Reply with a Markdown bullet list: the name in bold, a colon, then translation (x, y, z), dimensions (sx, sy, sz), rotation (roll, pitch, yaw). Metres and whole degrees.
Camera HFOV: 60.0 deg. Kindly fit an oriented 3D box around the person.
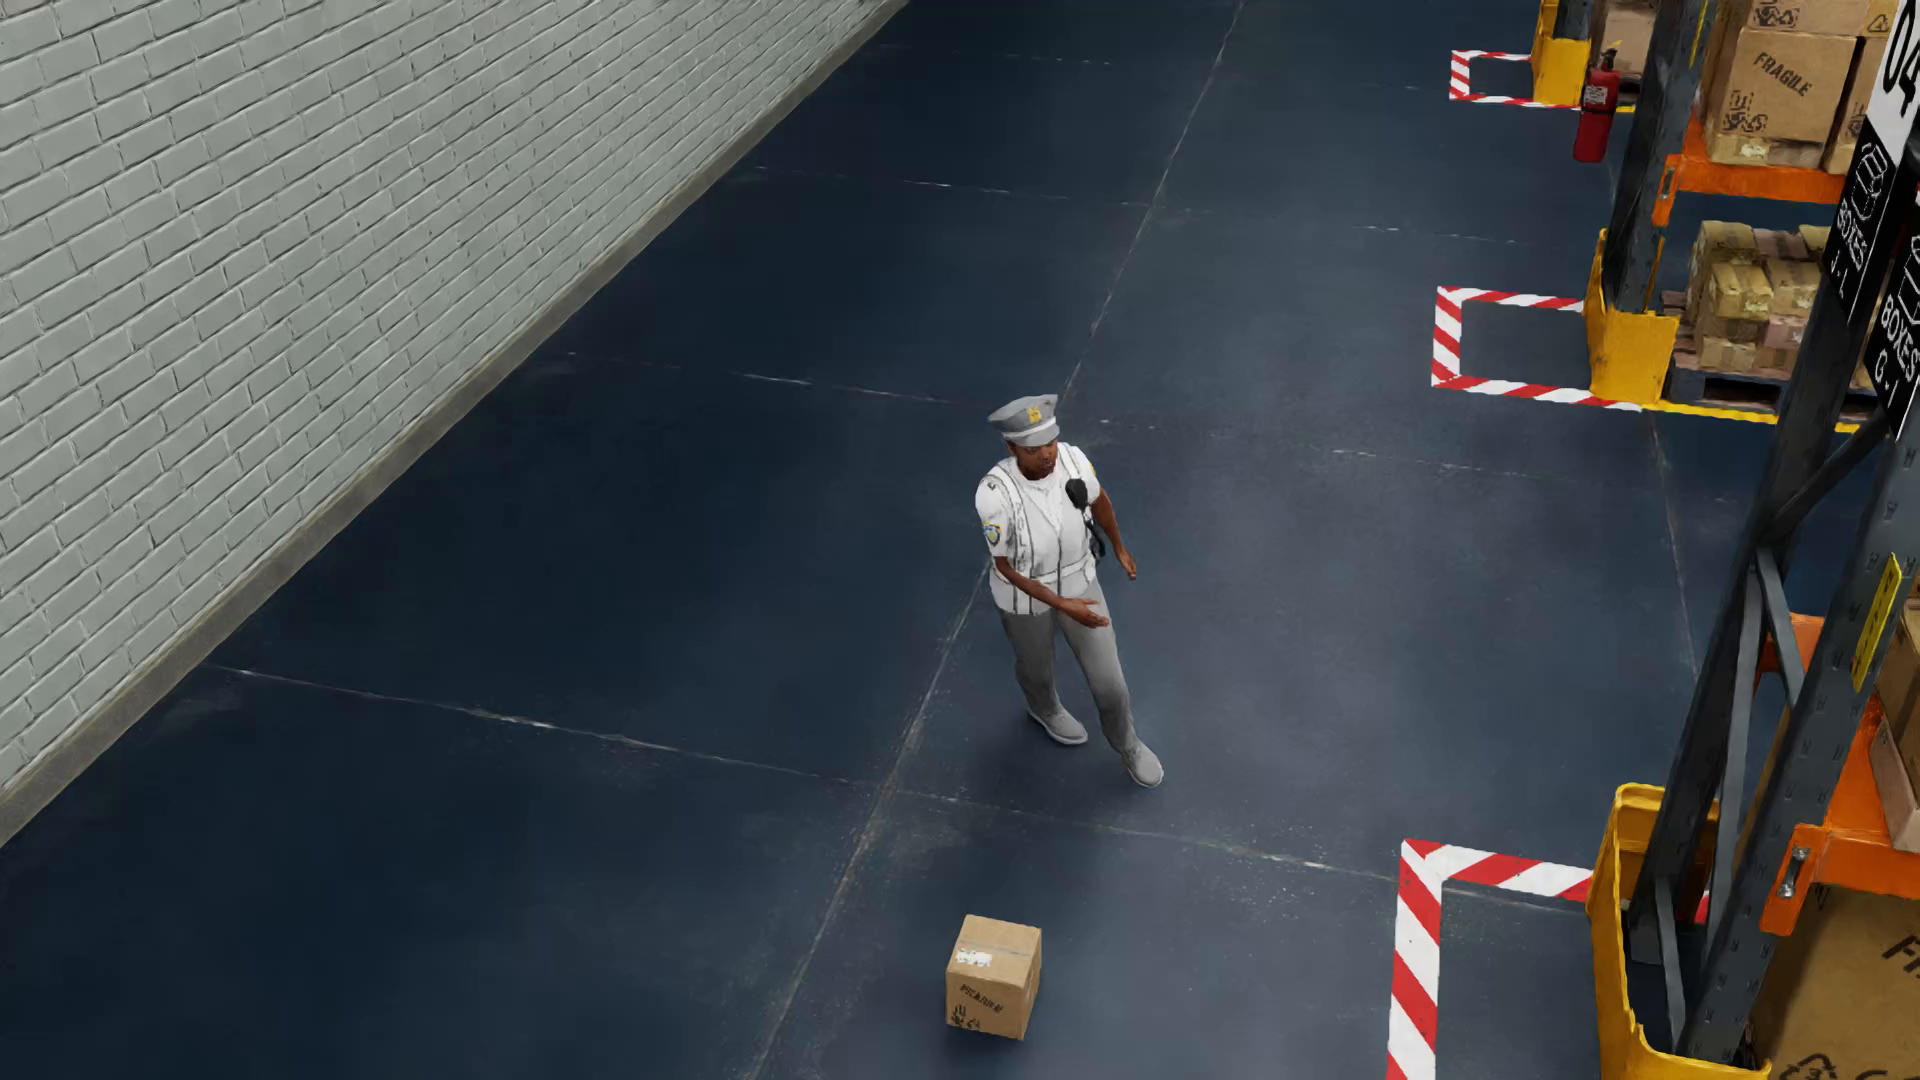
- **person**: translation (0.355, 0.160, 5.914), dimensions (0.665, 1.659, 0.608), rotation (-15, 36, -21)
